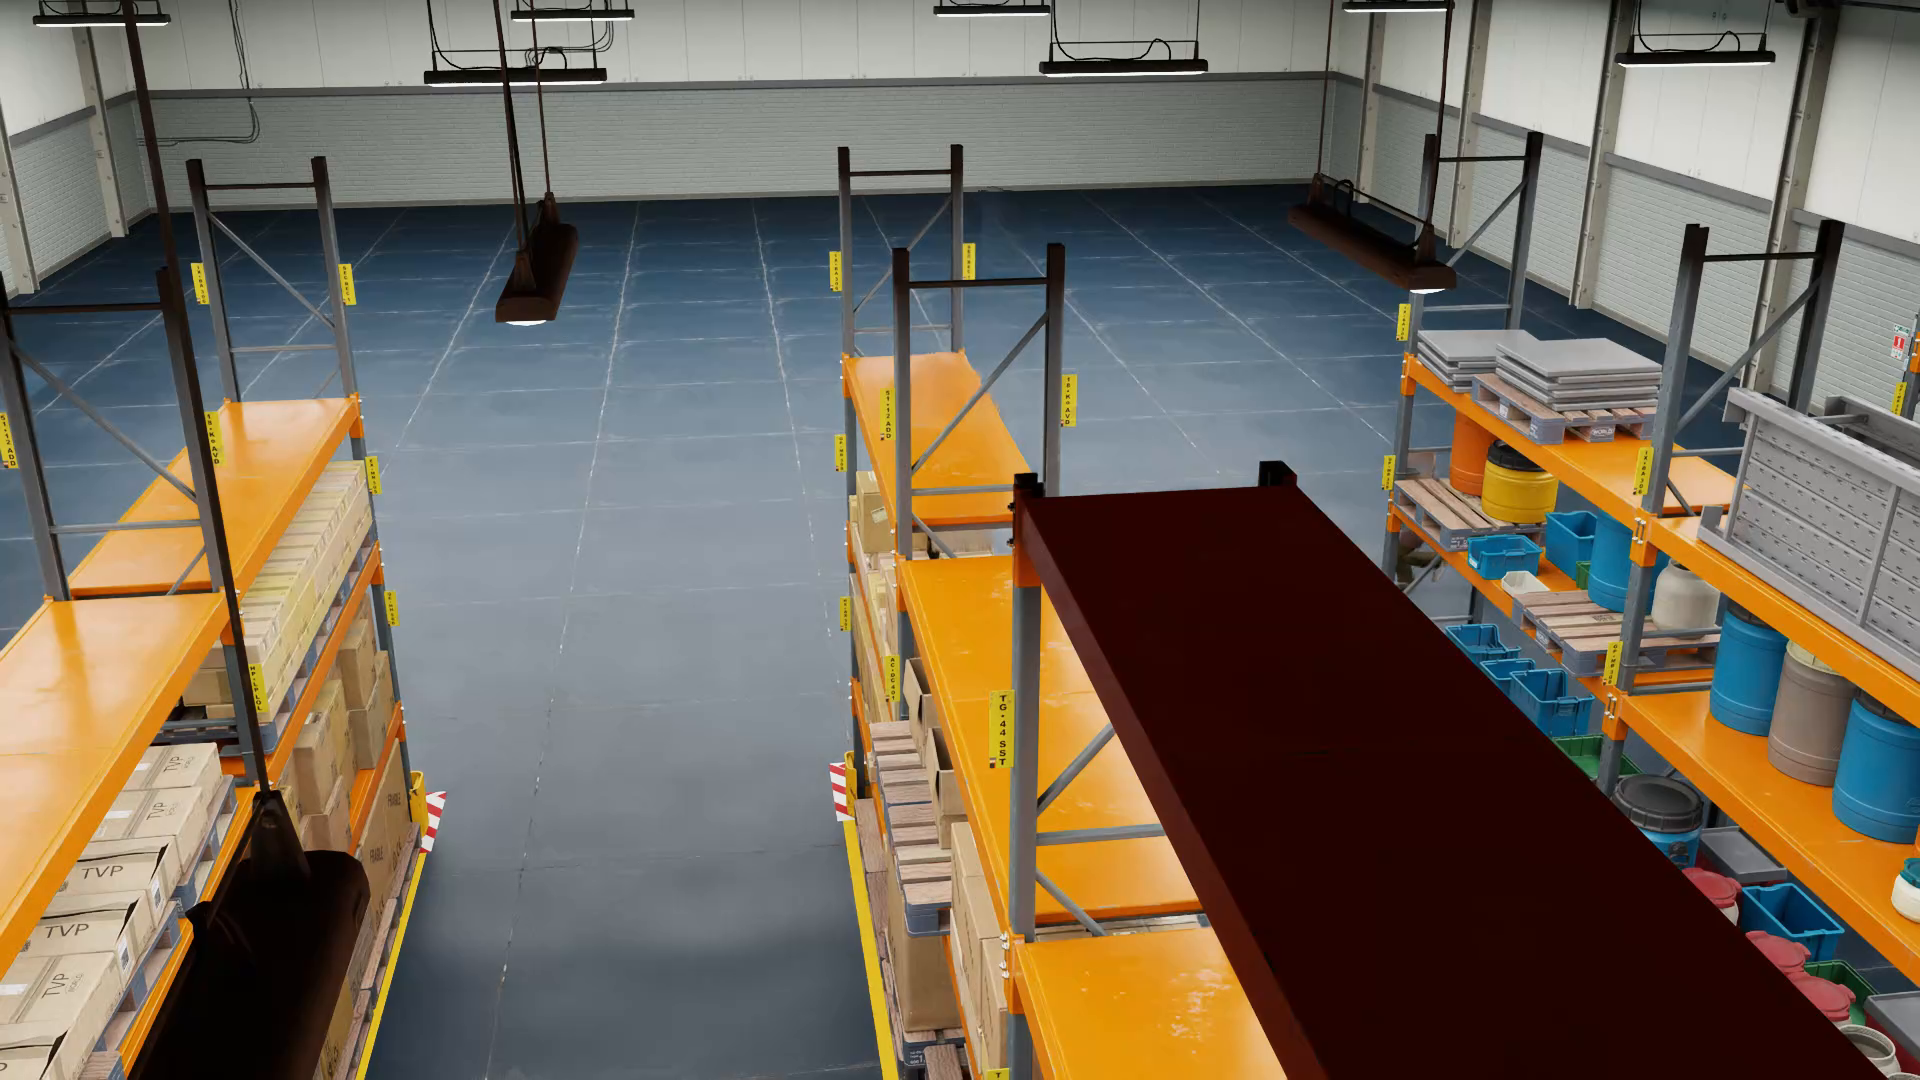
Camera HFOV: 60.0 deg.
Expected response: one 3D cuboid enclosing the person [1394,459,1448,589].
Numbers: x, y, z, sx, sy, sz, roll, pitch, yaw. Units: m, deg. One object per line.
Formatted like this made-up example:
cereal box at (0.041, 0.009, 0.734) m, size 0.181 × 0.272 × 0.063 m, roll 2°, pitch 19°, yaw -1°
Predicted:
person at (5.499, -0.197, 19.826) m, size 0.711 × 1.734 × 0.741 m, roll 4°, pitch 22°, yaw 10°
